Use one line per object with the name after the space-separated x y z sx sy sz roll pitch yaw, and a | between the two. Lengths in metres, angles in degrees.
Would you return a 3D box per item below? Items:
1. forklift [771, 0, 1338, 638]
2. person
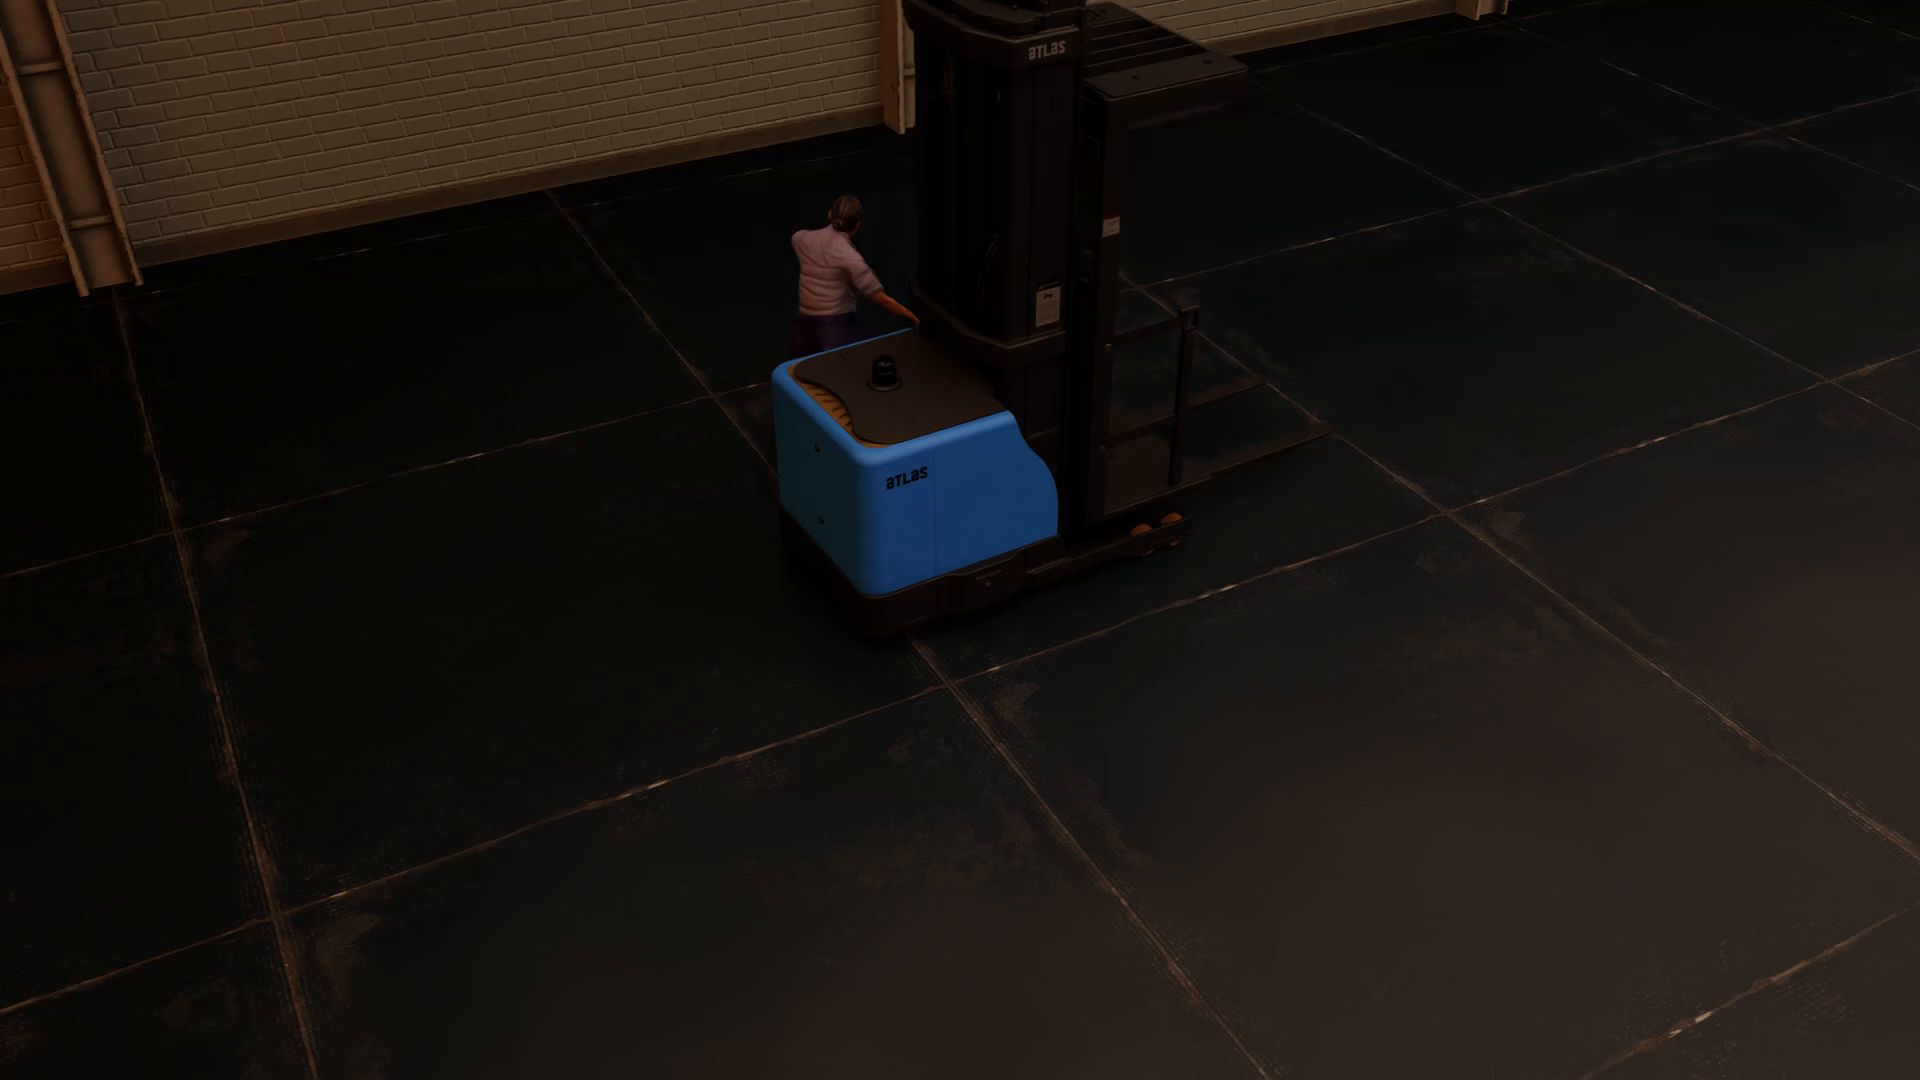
0.609 -1.356 8.041 3.031 2.935 1.130 -19 39 -25 | forklift
-0.451 -1.159 9.076 1.226 1.427 0.867 24 42 30 | person
